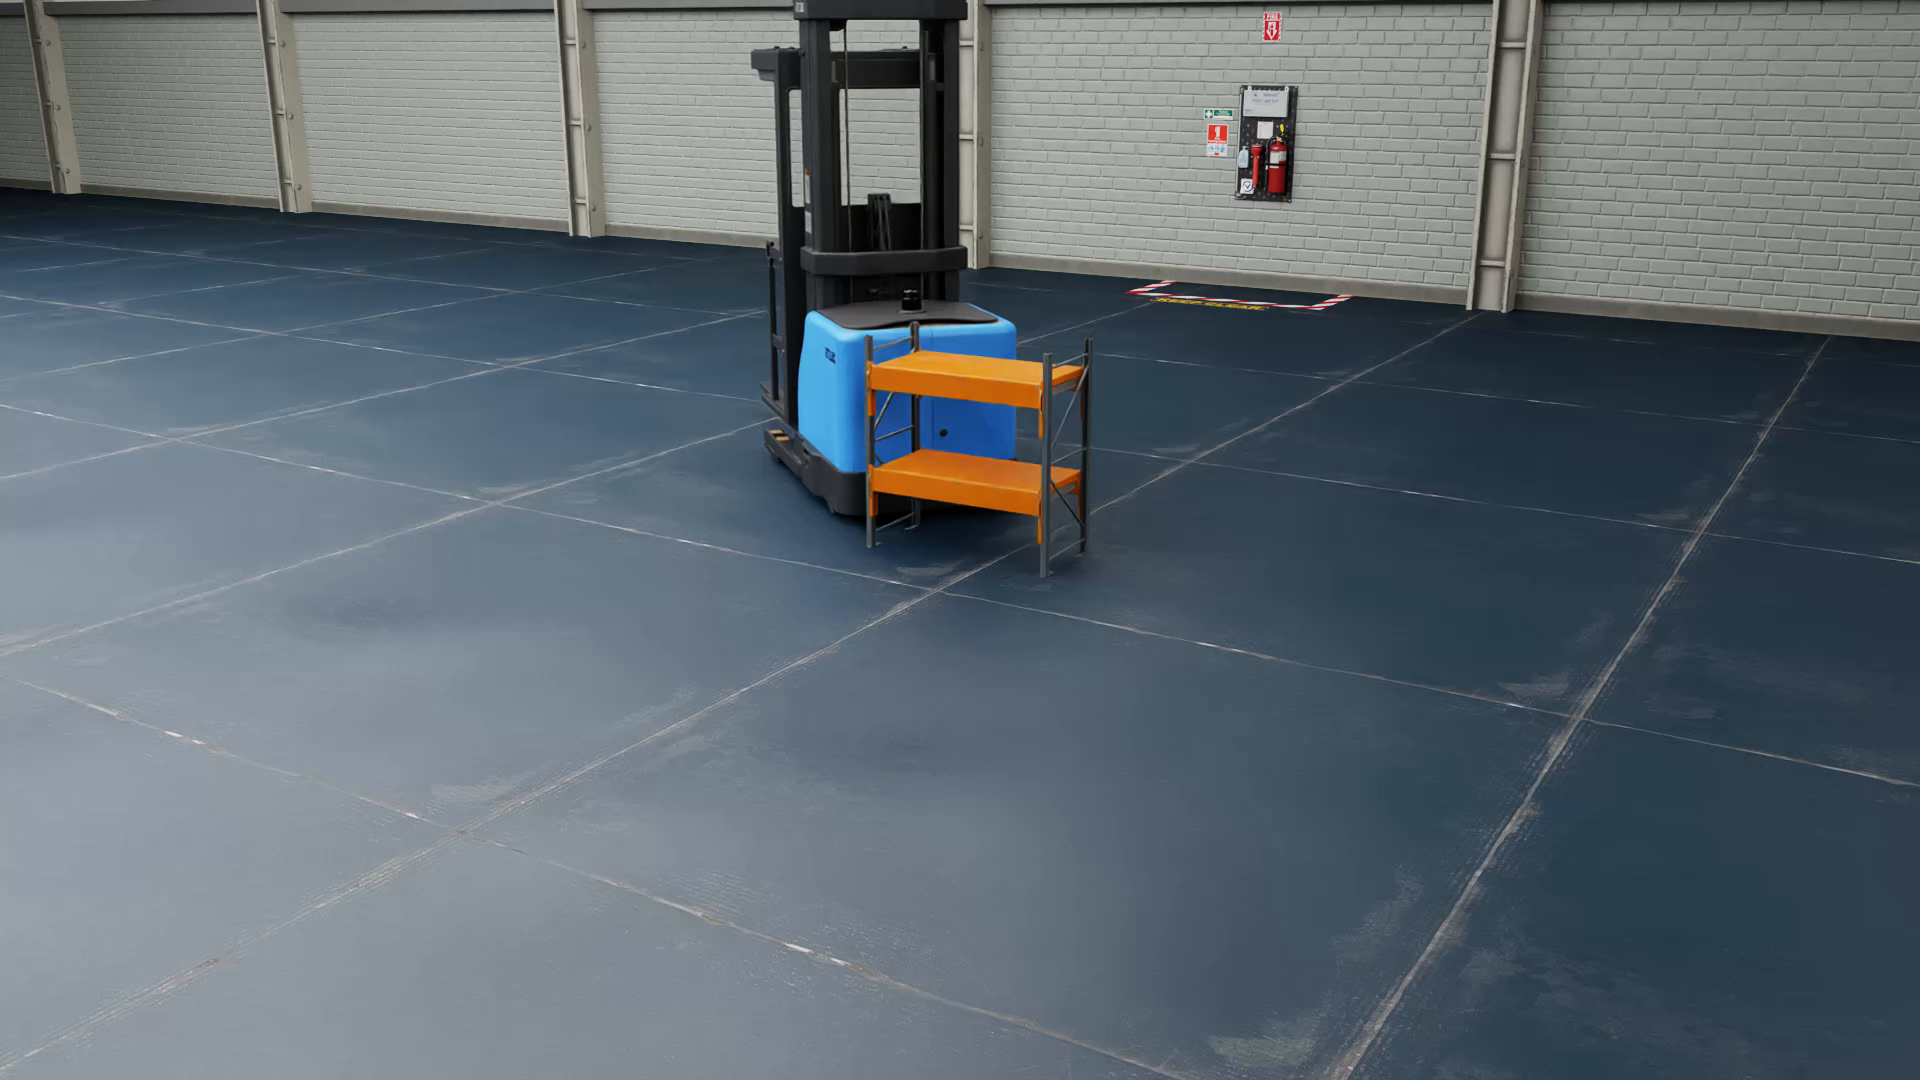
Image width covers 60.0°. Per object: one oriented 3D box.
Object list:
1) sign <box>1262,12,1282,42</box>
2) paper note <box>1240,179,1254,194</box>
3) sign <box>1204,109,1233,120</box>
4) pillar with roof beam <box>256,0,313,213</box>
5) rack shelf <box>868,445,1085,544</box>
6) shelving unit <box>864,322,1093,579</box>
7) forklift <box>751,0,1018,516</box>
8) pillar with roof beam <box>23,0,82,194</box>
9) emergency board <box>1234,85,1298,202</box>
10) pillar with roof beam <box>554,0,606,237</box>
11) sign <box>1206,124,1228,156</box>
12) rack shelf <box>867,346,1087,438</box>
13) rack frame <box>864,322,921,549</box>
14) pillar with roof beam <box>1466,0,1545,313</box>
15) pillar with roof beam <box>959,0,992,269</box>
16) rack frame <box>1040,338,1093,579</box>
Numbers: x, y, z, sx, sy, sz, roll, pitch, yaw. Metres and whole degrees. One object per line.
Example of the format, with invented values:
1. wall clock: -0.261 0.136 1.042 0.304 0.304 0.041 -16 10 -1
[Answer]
1. sign: 3.180 -5.231 16.953 0.199 0.298 0.001 10 20 30
2. paper note: 3.020 -3.718 17.477 0.142 0.148 0.016 10 20 30
3. sign: 2.717 -4.473 17.473 0.331 0.109 0.001 10 20 30
4. pillar with roof beam: -12.370 -8.253 20.567 0.400 9.000 9.100 10 20 30
5. rack shelf: 0.090 -0.249 8.606 1.000 0.278 0.538 9 19 28
6. shelving unit: 0.090 -0.483 8.535 1.048 1.125 0.538 9 19 28
7. forklift: -0.622 -1.923 10.170 1.130 2.935 3.031 -6 18 -18
8. pillar with roof beam: -17.483 -9.165 23.572 0.400 9.000 9.100 10 20 30
9. emergency board: 3.135 -4.096 17.204 0.643 1.169 0.194 10 20 30
10. pillar with roof beam: -7.258 -7.340 17.563 0.400 9.000 9.100 10 20 30
11. sign: 2.718 -4.223 17.560 0.234 0.329 0.001 10 20 30
12. rack shelf: 0.090 -0.763 8.450 1.000 0.278 0.538 9 19 28
13. rack frame: -0.352 -0.555 8.774 0.032 1.125 0.500 9 19 28
14. pillar with roof beam: 2.968 -5.515 11.554 0.400 9.000 9.100 10 20 30
15. pillar with roof beam: -2.145 -6.427 14.558 0.400 9.000 9.100 10 20 30
16. rack frame: 0.532 -0.410 8.295 0.032 1.125 0.500 9 19 28
